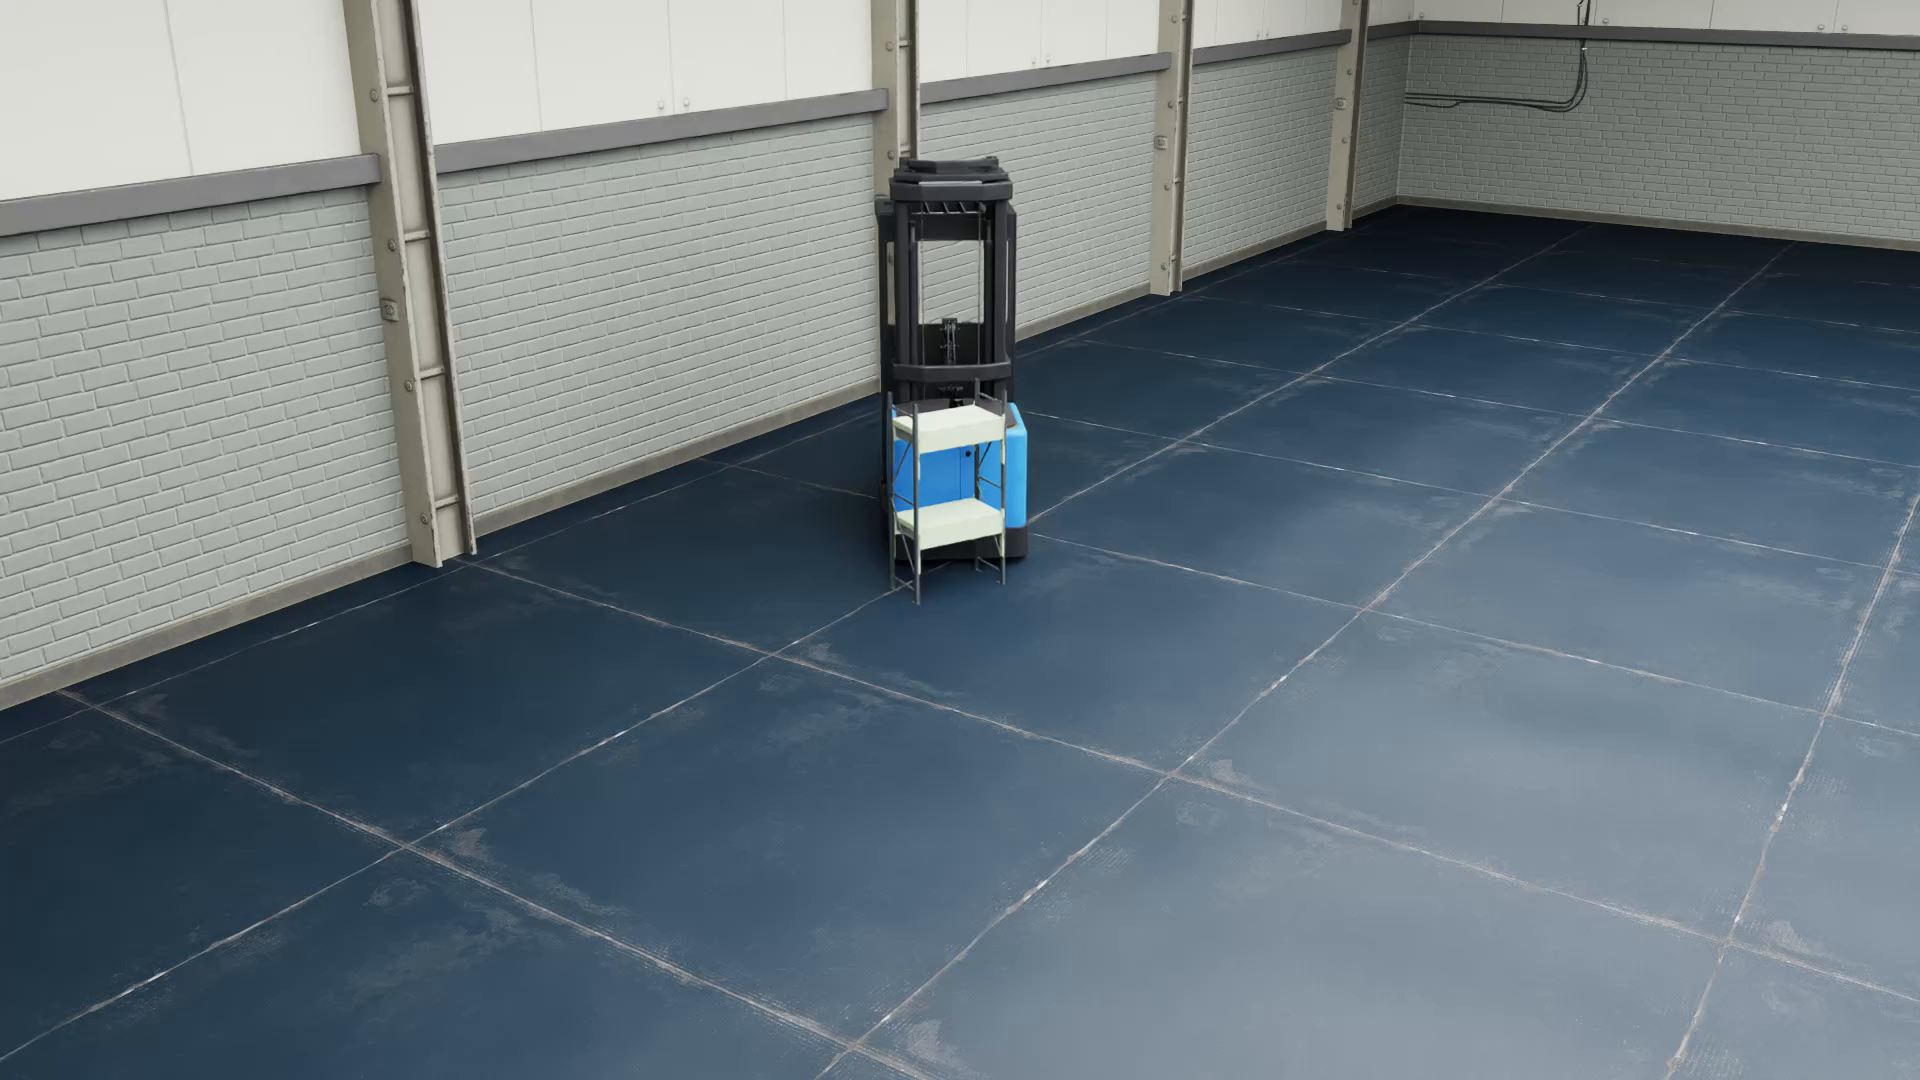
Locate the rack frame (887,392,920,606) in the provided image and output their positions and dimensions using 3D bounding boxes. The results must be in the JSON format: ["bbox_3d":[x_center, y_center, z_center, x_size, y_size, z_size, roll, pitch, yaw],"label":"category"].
[{"bbox_3d":[-0.404,-0.288,11.882,0.023,1.500,0.400,-12,23,-29],"label":"rack frame"}]

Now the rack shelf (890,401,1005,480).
[{"bbox_3d":[-0.092,-0.720,11.925,0.720,0.370,0.431,-12,23,-29],"label":"rack shelf"}]

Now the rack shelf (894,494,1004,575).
[{"bbox_3d":[-0.092,-0.048,12.174,0.720,0.370,0.431,-12,23,-29],"label":"rack shelf"}]

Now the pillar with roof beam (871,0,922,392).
[{"bbox_3d":[2.925,-4.976,13.747,9.100,9.000,0.400,13,24,32],"label":"pillar with roof beam"}]

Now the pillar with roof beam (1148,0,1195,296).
[{"bbox_3d":[6.297,-6.698,18.401,9.100,9.000,0.400,13,24,32],"label":"pillar with roof beam"}]

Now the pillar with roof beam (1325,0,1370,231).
[{"bbox_3d":[9.670,-8.419,23.055,9.100,9.000,0.400,13,24,32],"label":"pillar with roof beam"}]

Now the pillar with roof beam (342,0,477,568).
[{"bbox_3d":[-0.448,-3.255,9.093,9.100,9.000,0.400,13,24,32],"label":"pillar with roof beam"}]

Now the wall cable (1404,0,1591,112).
[{"bbox_3d":[8.860,-8.390,27.451,3.097,2.526,0.112,13,24,32],"label":"wall cable"}]

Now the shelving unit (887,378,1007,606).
[{"bbox_3d":[-0.092,-0.354,12.060,0.755,1.500,0.431,-12,23,-29],"label":"shelving unit"}]

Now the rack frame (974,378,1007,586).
[{"bbox_3d":[0.221,-0.420,12.239,0.023,1.500,0.400,-12,23,-29],"label":"rack frame"}]

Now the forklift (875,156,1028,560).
[{"bbox_3d":[-0.120,-1.686,13.599,1.130,2.935,3.031,-2,20,-4],"label":"forklift"}]
